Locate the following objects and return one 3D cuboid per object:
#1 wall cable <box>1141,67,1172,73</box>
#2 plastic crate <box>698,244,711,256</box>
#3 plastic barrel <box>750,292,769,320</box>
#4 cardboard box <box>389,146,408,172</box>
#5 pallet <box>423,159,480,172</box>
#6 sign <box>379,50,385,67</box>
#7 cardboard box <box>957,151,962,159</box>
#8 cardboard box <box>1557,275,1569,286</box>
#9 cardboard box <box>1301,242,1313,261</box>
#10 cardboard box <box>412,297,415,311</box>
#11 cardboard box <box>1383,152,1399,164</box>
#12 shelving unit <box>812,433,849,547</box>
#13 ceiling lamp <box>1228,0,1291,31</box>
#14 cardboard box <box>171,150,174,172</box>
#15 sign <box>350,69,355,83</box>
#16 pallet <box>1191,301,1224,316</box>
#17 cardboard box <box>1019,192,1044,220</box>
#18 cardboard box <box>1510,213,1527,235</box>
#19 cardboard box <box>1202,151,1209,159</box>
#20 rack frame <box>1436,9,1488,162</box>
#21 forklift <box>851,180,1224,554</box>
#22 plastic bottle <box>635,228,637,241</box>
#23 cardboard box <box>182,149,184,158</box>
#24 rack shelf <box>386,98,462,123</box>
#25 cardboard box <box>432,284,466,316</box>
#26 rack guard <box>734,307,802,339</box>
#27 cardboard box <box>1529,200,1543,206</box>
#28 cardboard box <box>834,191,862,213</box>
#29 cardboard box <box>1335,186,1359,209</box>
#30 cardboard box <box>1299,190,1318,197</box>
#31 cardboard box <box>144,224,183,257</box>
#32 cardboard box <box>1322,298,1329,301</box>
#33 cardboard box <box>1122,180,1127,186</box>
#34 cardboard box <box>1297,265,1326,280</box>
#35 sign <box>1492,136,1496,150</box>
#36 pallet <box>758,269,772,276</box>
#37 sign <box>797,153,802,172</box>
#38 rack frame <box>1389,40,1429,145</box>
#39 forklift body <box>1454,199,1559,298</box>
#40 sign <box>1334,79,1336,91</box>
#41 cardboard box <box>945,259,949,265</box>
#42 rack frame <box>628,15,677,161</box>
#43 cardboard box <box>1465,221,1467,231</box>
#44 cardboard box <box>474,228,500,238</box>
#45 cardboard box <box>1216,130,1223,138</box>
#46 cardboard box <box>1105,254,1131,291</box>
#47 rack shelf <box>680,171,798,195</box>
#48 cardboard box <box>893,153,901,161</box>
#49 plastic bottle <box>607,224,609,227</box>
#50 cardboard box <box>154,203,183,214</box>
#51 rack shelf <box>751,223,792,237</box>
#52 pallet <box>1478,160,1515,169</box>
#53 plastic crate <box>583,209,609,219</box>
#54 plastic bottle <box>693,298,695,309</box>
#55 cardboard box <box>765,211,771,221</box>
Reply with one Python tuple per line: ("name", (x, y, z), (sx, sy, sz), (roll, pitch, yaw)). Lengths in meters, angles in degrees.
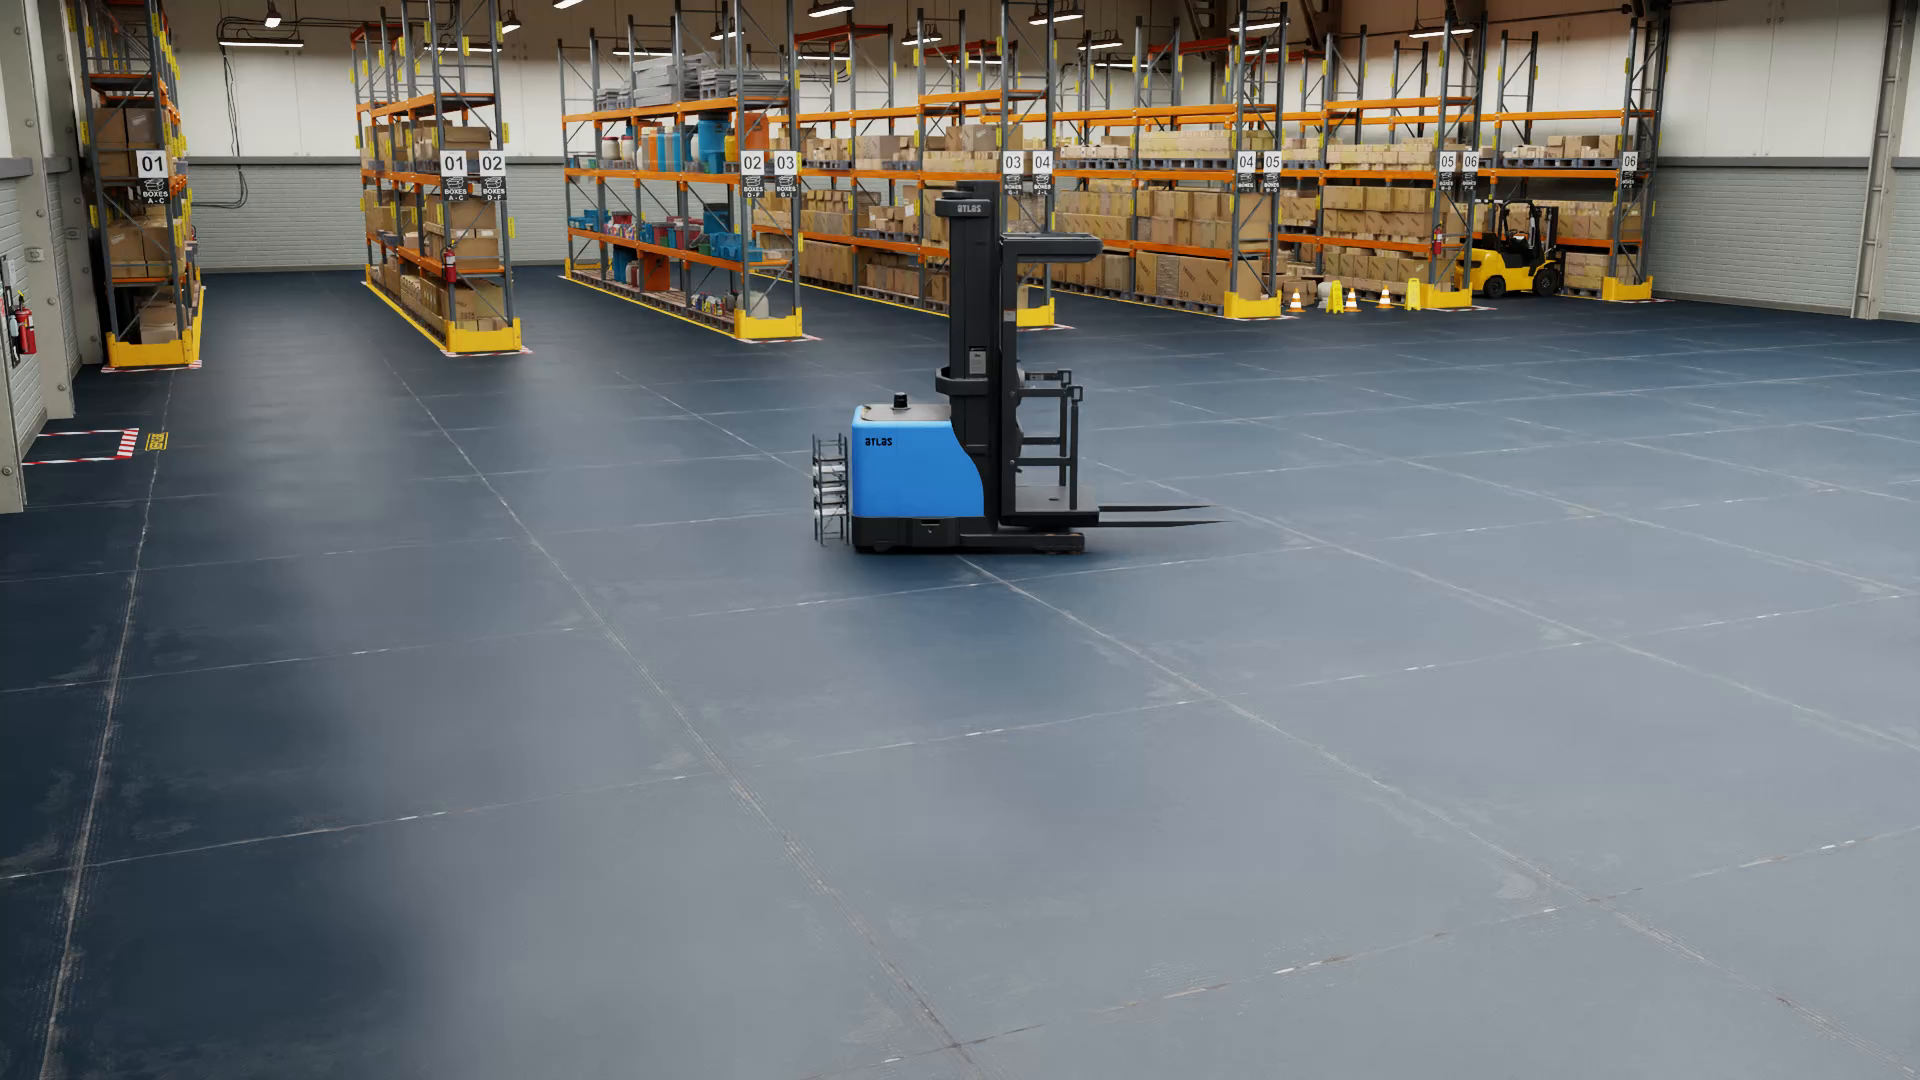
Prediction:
("wall cable", (7.356, -17.059, 55.286), (2.988, 3.039, 0.133), (-6, 14, -23))
("plastic crate", (-4.629, -5.465, 31.301), (0.450, 0.188, 0.662), (-6, 14, -23))
("plastic barrel", (-3.645, -4.170, 29.819), (0.421, 0.512, 0.421), (0, 13, 0))
("cardboard box", (-11.262, -7.851, 34.266), (0.910, 0.500, 0.500), (-6, 14, -23))
("pallet", (-8.604, -6.420, 28.502), (1.003, 0.211, 1.213), (-6, 14, -23))
("sign", (-11.550, -9.619, 33.229), (0.100, 0.325, 0.005), (-6, 14, -23))
("cardboard box", (0.163, -7.493, 32.389), (0.380, 0.149, 0.250), (-5, 14, -22))
("cardboard box", (13.993, -5.981, 38.226), (0.500, 0.250, 0.500), (-5, 14, -22))
("cardboard box", (10.034, -8.185, 47.196), (0.500, 0.500, 0.500), (-5, 14, -21))
("cardboard box", (-10.292, -4.563, 32.097), (0.500, 0.250, 0.500), (-5, 14, -22))
("cardboard box", (9.442, -8.216, 35.736), (0.500, 0.250, 0.500), (-5, 14, -21))
("shelving unit", (-1.060, -0.413, 13.656), (0.258, 0.900, 0.210), (-4, 13, -17))
("ceiling lamp", (6.757, -12.758, 36.092), (0.800, 3.185, 2.000), (-6, 14, -23))
("cardboard box", (-13.562, -6.417, 28.024), (0.500, 0.500, 0.500), (-5, 14, -21))
("sign", (-14.758, -11.274, 40.379), (0.100, 0.325, 0.005), (-6, 14, -23))
("pallet", (5.420, -4.722, 33.804), (1.003, 0.211, 1.213), (-6, 14, -23))
("cardboard box", (1.256, -6.314, 31.401), (0.500, 0.500, 0.500), (-6, 14, -23))
("cardboard box", (13.413, -7.493, 39.372), (0.500, 0.500, 0.500), (-5, 14, -22))
("cardboard box", (5.063, -7.710, 33.283), (0.380, 0.149, 0.250), (-5, 14, -22))
("rack frame", (10.307, -9.313, 34.152), (1.000, 3.000, 0.127), (-6, 14, -23))
("forklift", (0.629, -1.431, 13.554), (3.031, 2.935, 1.130), (0, 13, -1))
("plastic bottle", (-7.069, -6.689, 36.377), (0.061, 0.283, 0.133), (-6, 14, -23))
("cardboard box", (-17.839, -8.758, 37.588), (0.500, 0.250, 0.500), (-6, 14, -25))
("rack shelf", (-10.255, -8.218, 31.904), (1.077, 0.370, 4.000), (-6, 14, -23))
("cardboard box", (-8.753, -4.121, 28.526), (0.500, 0.500, 0.500), (-6, 14, -23))
("rack guard", (-3.385, -3.842, 29.359), (1.175, 0.500, 0.348), (-6, 14, -23))
("cardboard box", (13.542, -7.872, 38.908), (0.380, 0.149, 0.250), (-6, 14, -24))
("cardboard box", (-2.515, -7.973, 39.220), (0.797, 0.503, 0.637), (-5, 14, -22))
("cardboard box", (8.866, -7.680, 37.300), (0.700, 0.500, 0.500), (-6, 14, -23))
("cardboard box", (8.311, -8.275, 39.721), (0.380, 0.149, 0.250), (-5, 14, -20))
("cardboard box", (-12.494, -4.684, 26.080), (0.500, 0.500, 0.500), (-6, 14, -23))
("cardboard box", (7.931, -5.090, 35.531), (0.380, 0.149, 0.250), (1, 13, 6))
("cardboard box", (4.737, -9.972, 46.427), (0.380, 0.149, 0.250), (-6, 14, -23))
("cardboard box", (8.492, -6.249, 39.115), (0.950, 0.372, 0.625), (-5, 14, -22))
("sign", (12.758, -9.481, 39.687), (0.100, 0.325, 0.005), (-6, 14, -23))
("pallet", (-4.791, -7.284, 44.875), (1.003, 0.211, 1.213), (-6, 14, -23))
("sign", (-2.806, -6.562, 28.900), (0.100, 0.325, 0.005), (-6, 14, -23))
("rack frame", (11.649, -11.415, 43.234), (1.000, 3.000, 0.127), (-6, 14, -23))
("forklift body", (12.422, -6.653, 37.845), (2.313, 2.155, 1.214), (-6, 14, -23))
("sign", (10.552, -12.825, 46.903), (0.100, 0.325, 0.005), (-6, 14, -23))
("cardboard box", (-0.184, -7.643, 45.632), (0.380, 0.149, 0.250), (-6, 14, -26))
("rack frame", (-6.516, -9.623, 35.493), (1.000, 3.000, 0.127), (-6, 14, -23))
("cardboard box", (12.603, -7.777, 41.151), (0.500, 0.250, 0.500), (-6, 14, -23))
("cardboard box", (-7.812, -5.067, 27.448), (0.380, 0.149, 0.250), (-6, 14, -23))
("cardboard box", (5.267, -7.994, 32.740), (0.380, 0.149, 0.250), (-6, 14, -23))
("cardboard box", (3.878, -5.978, 37.103), (1.050, 0.750, 0.750), (-6, 14, -23))
("rack shelf", (-4.113, -6.572, 30.556), (1.077, 0.370, 4.000), (-6, 14, -23))
("cardboard box", (-1.219, -8.252, 35.807), (0.380, 0.166, 0.250), (-6, 14, -25))
("plastic bottle", (-8.207, -7.280, 38.959), (0.097, 0.271, 0.097), (0, 13, 0))
("cardboard box", (-15.551, -6.498, 32.703), (0.500, 0.250, 0.500), (-5, 14, -22))
("rack shelf", (-4.382, -8.037, 43.540), (1.077, 0.370, 4.000), (-6, 14, -23))
("pallet", (12.886, -9.215, 40.805), (0.805, 0.209, 1.217), (-6, 14, -25))
("plastic crate", (-9.416, -8.348, 43.074), (0.616, 0.435, 0.499), (-6, 14, -23))
("plastic bottle", (-5.147, -4.599, 32.318), (0.097, 0.201, 0.097), (0, 13, 0))
("cardboard box", (-4.826, -8.538, 43.782), (0.500, 0.250, 0.500), (-6, 14, -25))
